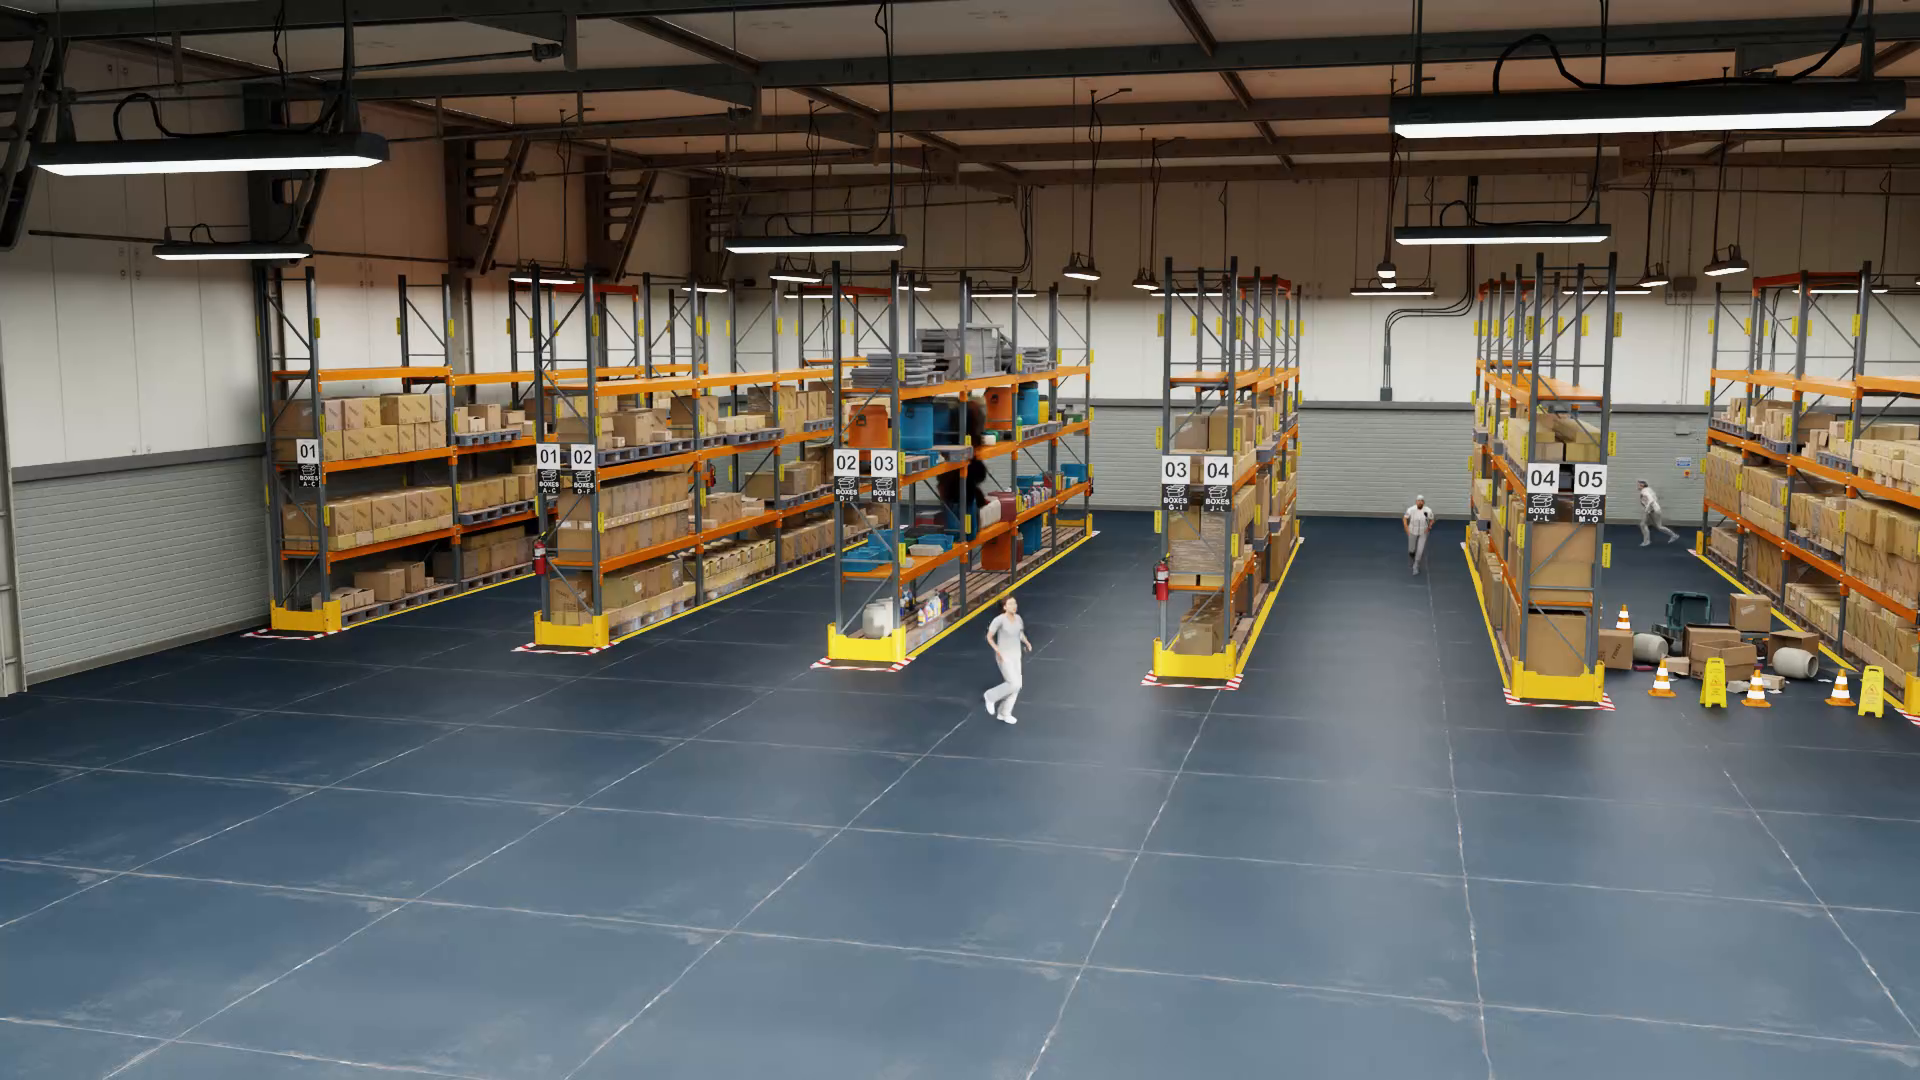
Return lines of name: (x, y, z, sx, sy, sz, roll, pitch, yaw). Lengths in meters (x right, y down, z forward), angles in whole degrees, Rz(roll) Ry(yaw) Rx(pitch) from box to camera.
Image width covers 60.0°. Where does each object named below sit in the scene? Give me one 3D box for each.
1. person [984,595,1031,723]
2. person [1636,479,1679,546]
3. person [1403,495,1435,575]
person: (0.629, 1.511, 21.270, 0.557, 1.639, 0.593, -6, 10, -41)
person: (16.095, -0.598, 38.380, 0.973, 1.581, 0.626, 3, 8, 24)
person: (9.409, -0.114, 34.117, 0.620, 1.627, 0.543, 2, 7, 13)
